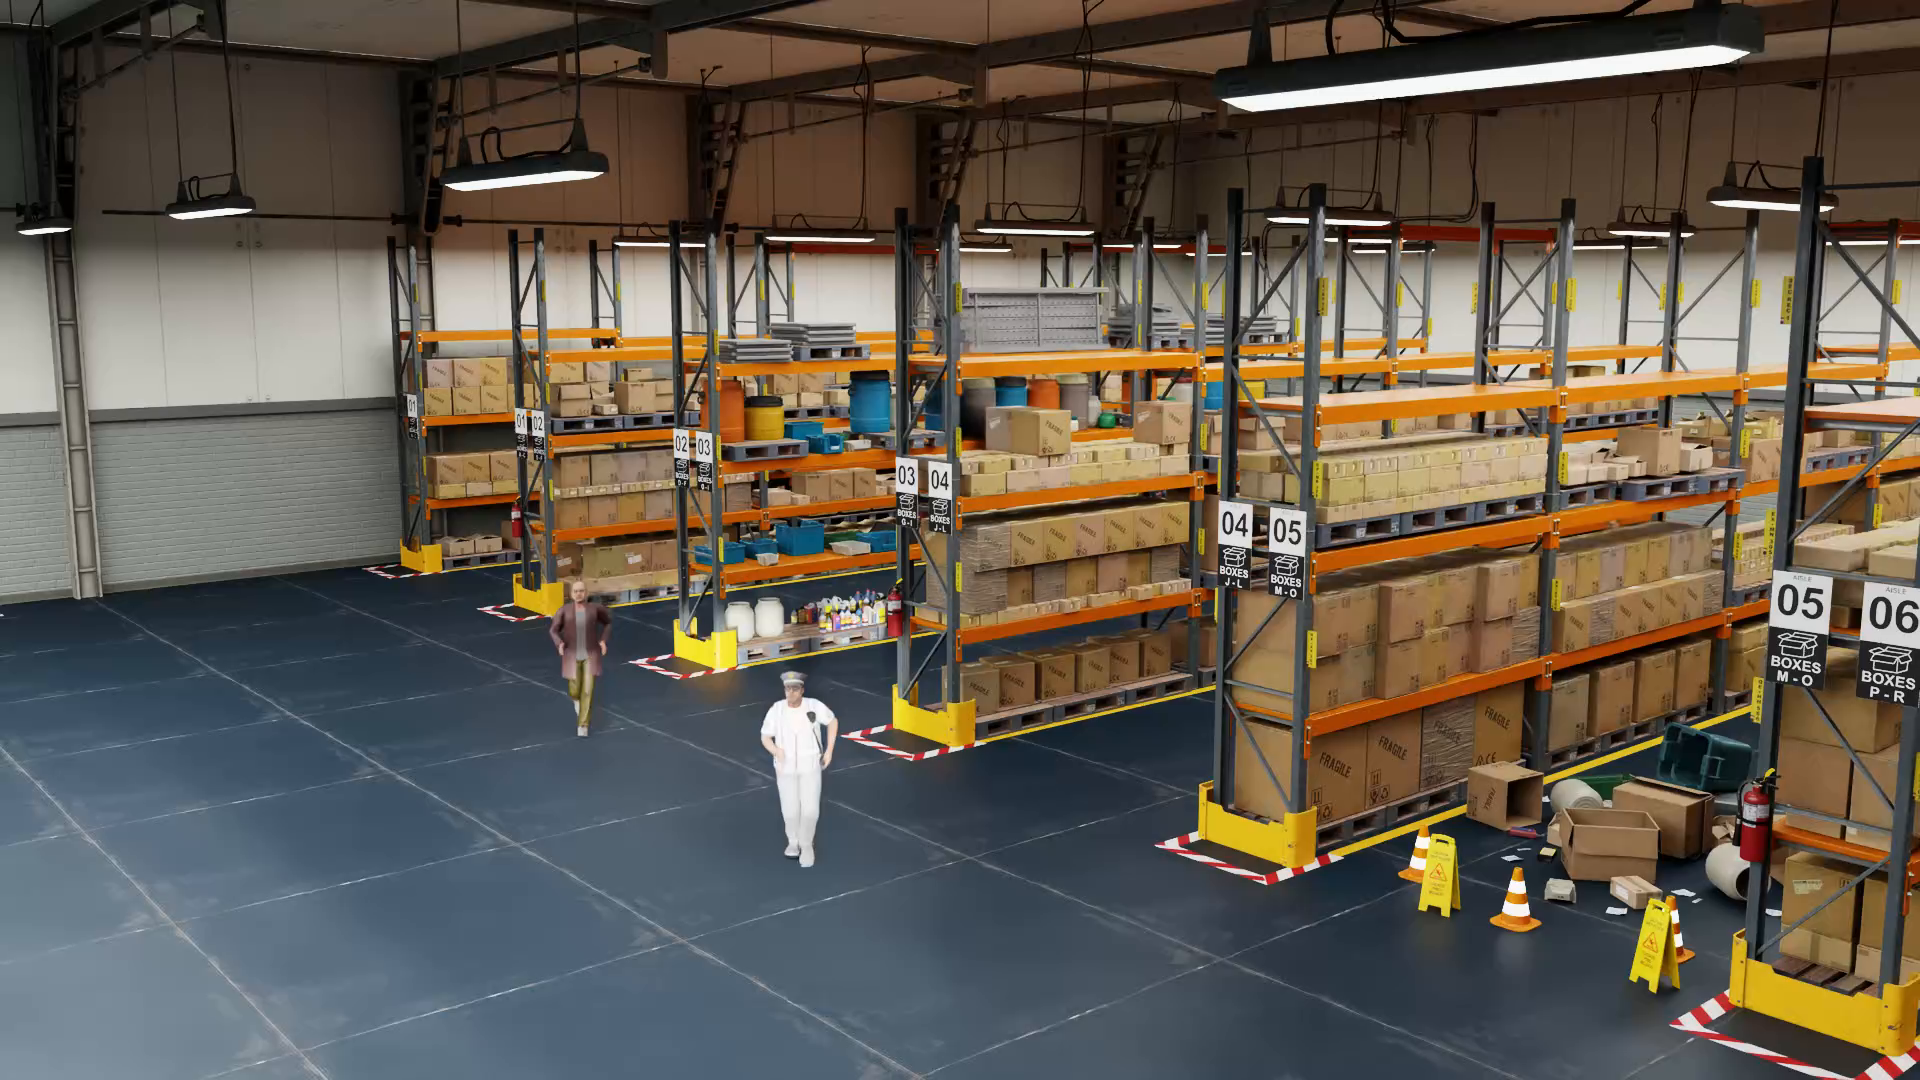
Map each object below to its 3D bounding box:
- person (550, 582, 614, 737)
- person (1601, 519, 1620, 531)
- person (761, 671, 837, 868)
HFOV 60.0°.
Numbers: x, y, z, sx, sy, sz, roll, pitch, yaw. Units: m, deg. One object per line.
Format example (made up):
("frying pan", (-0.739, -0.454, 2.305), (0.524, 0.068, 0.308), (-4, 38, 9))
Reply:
("person", (-4.389, 1.349, 19.345), (0.719, 1.748, 0.870), (-2, 9, -11))
("person", (9.980, 0.469, 25.371), (0.759, 1.698, 0.667), (-7, 11, -40))
("person", (-1.445, 2.044, 14.858), (0.668, 1.791, 0.683), (0, 9, 1))
